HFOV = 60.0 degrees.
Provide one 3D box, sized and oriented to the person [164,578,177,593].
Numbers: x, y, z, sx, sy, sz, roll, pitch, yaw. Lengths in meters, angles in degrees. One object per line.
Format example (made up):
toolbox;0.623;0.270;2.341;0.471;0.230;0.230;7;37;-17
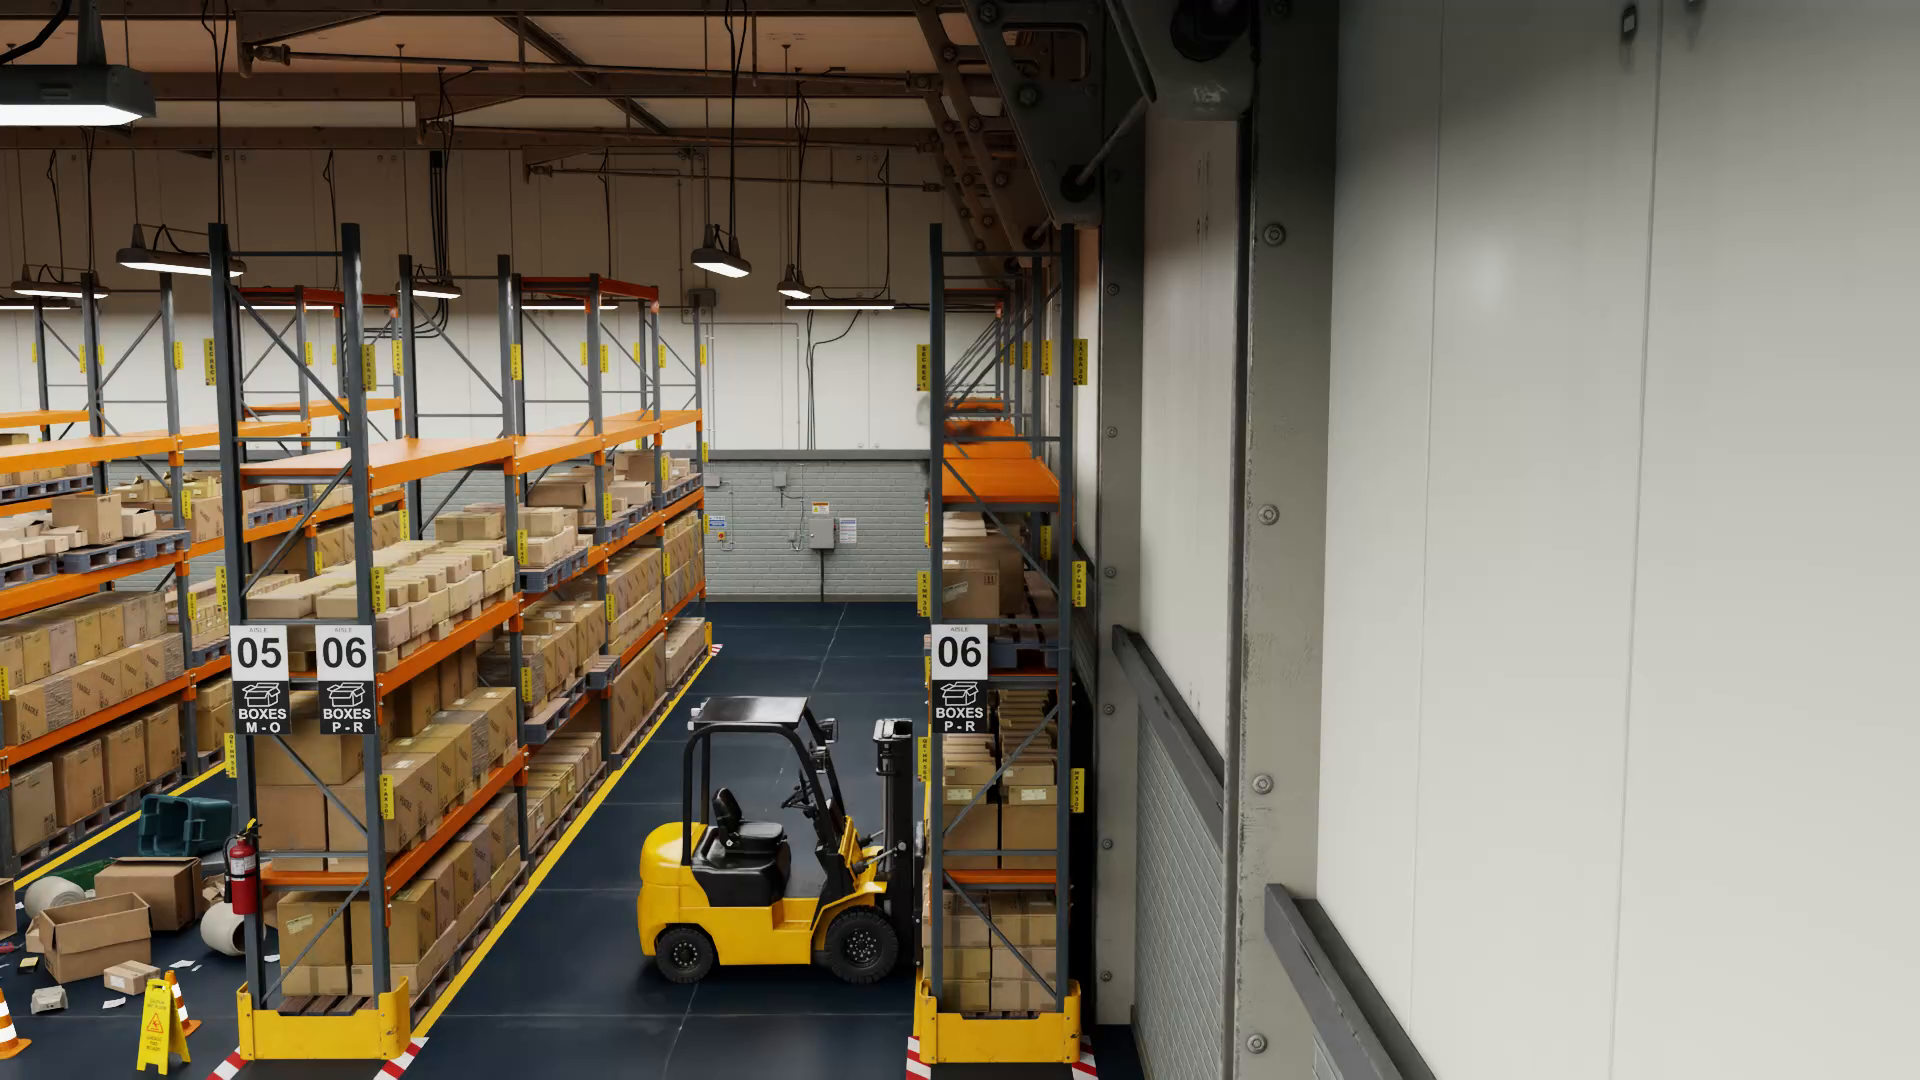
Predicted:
person;-11.526;1.430;24.557;0.677;1.801;0.891;1;7;8
